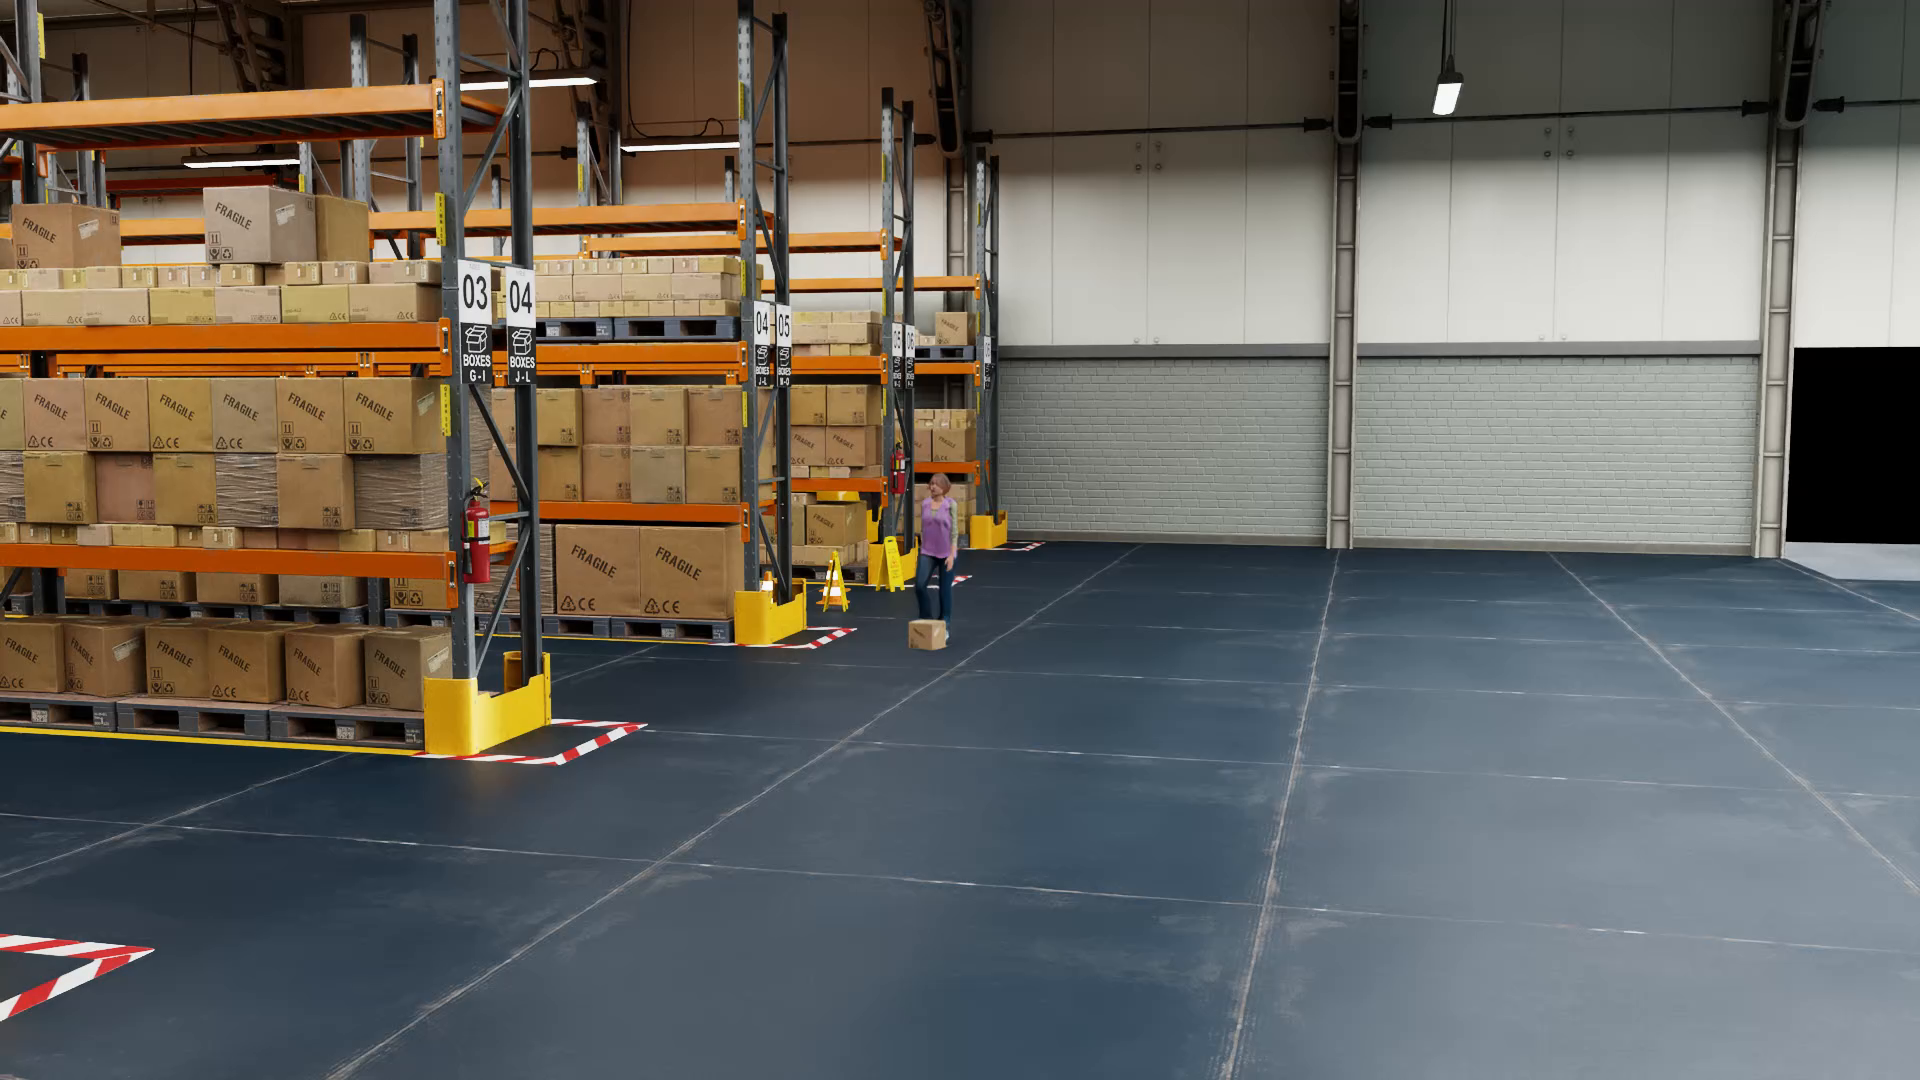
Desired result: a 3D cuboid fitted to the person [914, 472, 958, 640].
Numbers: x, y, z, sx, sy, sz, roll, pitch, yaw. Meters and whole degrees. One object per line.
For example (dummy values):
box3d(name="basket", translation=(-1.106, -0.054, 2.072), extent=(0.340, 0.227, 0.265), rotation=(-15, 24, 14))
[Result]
box3d(name="person", translation=(-0.199, 0.185, 15.497), extent=(0.406, 1.633, 0.485), rotation=(1, 5, 16))
